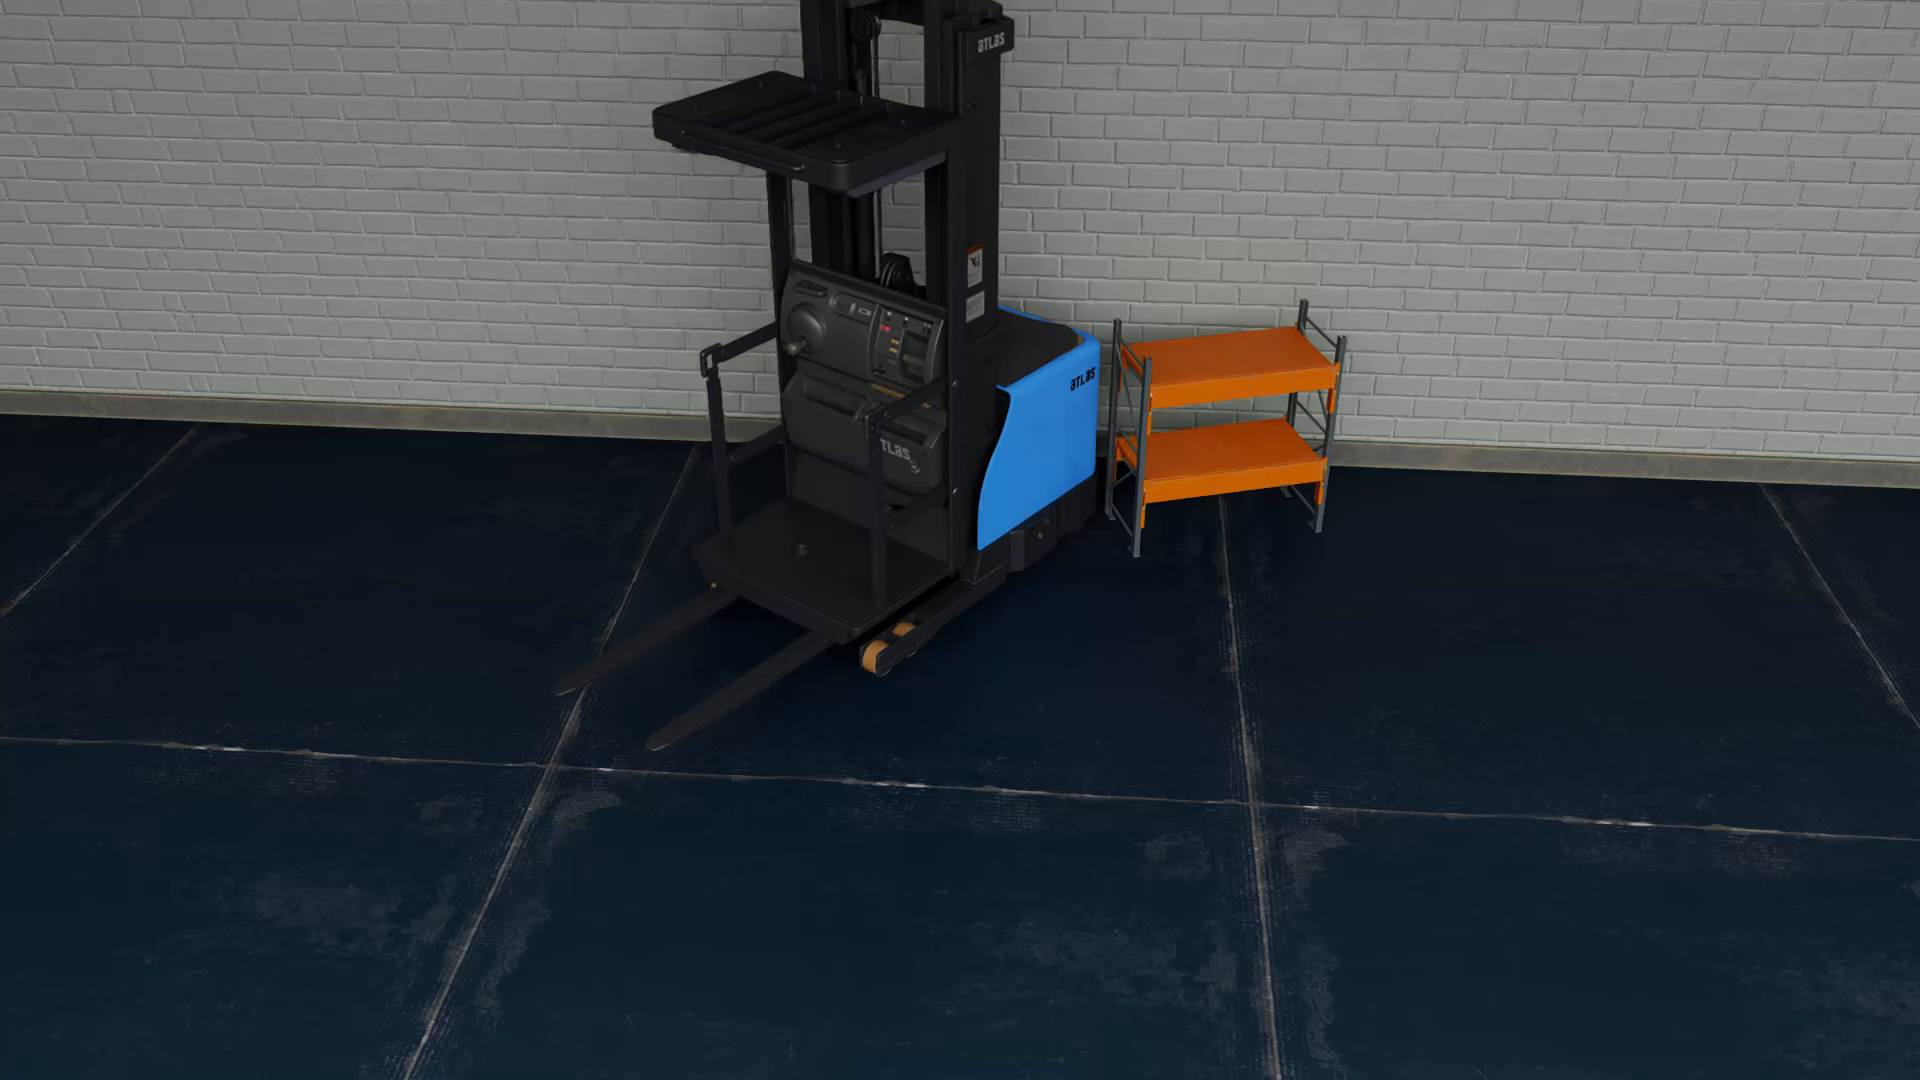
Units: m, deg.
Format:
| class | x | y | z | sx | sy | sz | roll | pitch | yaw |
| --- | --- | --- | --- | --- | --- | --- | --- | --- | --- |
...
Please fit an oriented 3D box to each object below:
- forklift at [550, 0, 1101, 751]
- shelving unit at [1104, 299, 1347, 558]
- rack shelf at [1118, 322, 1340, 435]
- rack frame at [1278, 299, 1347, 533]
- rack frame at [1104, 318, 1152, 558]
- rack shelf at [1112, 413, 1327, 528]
| class | x | y | z | sx | sy | sz | roll | pitch | yaw |
| --- | --- | --- | --- | --- | --- | --- | --- | --- | --- |
| forklift | -0.586 | -0.912 | 7.437 | 1.130 | 2.935 | 3.031 | 23 | 38 | 32 |
| shelving unit | 1.347 | -0.581 | 8.621 | 1.048 | 1.125 | 0.538 | -7 | 32 | -12 |
| rack shelf | 1.347 | -0.830 | 8.467 | 1.000 | 0.278 | 0.538 | -7 | 32 | -12 |
| rack frame | 1.841 | -0.646 | 8.725 | 0.032 | 1.125 | 0.500 | -7 | 32 | -12 |
| rack frame | 0.854 | -0.517 | 8.516 | 0.032 | 1.125 | 0.500 | -7 | 32 | -12 |
| rack shelf | 1.347 | -0.373 | 8.749 | 1.000 | 0.278 | 0.538 | -7 | 32 | -12 |
